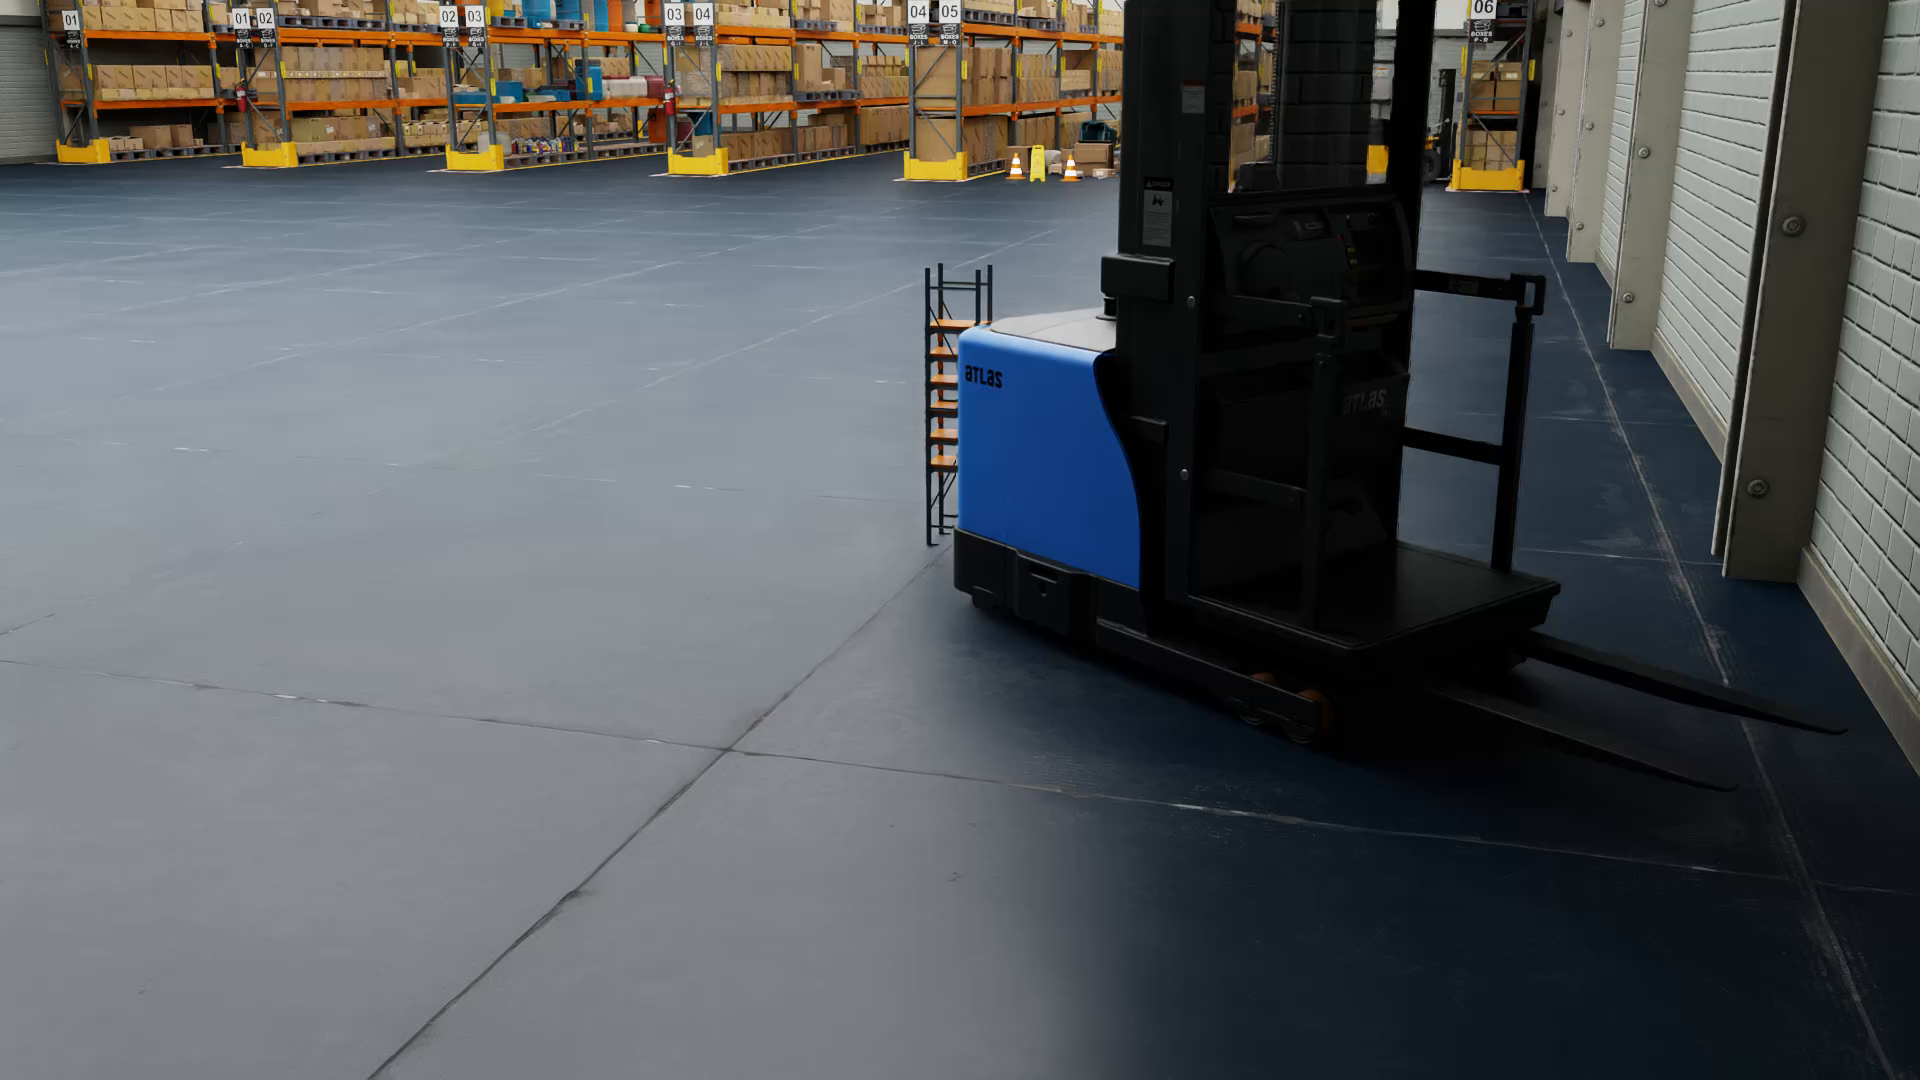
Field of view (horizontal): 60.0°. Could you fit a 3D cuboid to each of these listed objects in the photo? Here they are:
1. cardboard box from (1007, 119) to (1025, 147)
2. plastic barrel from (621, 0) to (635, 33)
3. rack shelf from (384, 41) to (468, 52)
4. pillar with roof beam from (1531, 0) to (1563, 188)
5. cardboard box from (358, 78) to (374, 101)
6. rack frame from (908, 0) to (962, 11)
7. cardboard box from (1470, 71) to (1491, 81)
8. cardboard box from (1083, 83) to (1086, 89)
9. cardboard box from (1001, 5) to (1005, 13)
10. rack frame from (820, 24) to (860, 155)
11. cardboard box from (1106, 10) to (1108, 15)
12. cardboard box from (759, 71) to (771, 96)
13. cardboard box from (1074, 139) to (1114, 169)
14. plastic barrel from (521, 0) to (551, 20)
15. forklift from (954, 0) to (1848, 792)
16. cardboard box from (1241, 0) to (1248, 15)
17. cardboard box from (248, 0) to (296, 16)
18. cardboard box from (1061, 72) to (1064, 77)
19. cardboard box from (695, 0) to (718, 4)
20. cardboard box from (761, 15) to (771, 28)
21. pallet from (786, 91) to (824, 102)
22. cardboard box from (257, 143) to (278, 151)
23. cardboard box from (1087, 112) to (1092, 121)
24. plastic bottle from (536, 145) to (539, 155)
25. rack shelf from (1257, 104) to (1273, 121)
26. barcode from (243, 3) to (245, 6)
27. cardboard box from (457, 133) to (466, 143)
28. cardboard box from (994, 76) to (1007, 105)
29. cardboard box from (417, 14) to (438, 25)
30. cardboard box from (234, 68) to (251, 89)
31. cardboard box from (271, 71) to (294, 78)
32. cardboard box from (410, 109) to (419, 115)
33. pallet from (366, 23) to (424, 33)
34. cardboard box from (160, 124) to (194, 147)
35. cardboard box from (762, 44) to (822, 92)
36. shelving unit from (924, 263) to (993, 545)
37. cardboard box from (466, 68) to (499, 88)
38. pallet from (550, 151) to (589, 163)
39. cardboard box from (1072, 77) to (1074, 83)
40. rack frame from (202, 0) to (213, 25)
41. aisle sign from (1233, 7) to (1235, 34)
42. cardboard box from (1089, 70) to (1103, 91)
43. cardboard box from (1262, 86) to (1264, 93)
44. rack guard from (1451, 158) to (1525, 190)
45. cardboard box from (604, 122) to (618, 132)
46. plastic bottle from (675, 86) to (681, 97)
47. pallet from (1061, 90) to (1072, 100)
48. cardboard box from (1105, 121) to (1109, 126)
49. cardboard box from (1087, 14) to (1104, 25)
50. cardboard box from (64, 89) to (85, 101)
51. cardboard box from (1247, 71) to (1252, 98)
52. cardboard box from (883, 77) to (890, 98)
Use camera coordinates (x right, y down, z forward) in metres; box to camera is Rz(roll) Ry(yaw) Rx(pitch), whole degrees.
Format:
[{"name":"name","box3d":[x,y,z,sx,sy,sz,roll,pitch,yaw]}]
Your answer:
[{"name":"cardboard box","box3d":[0.774,-8.574,35.414,1.050,0.750,0.750,5,16,16]},{"name":"plastic barrel","box3d":[-8.096,-12.613,39.884,0.600,0.901,0.600,0,16,0]},{"name":"rack shelf","box3d":[-15.448,-14.561,48.992,1.077,0.370,4.000,5,16,16]},{"name":"pillar with roof beam","box3d":[6.017,-10.829,29.018,9.100,9.000,0.400,5,16,16]},{"name":"cardboard box","box3d":[-13.803,-10.258,37.815,0.700,0.500,0.500,4,16,15]},{"name":"rack frame","box3d":[-0.453,-11.124,30.059,1.000,3.000,0.127,5,16,16]},{"name":"cardboard box","box3d":[8.912,-7.970,28.558,0.380,0.149,0.250,5,17,17]},{"name":"cardboard box","box3d":[2.889,-11.207,41.034,0.380,0.149,0.250,5,16,16]},{"name":"cardboard box","box3d":[0.671,-10.537,32.991,0.380,0.149,0.250,5,16,16]},{"name":"rack frame","box3d":[-2.906,-10.742,39.706,1.000,3.000,0.127,5,16,16]},{"name":"cardboard box","box3d":[3.570,-13.511,42.597,0.380,0.149,0.250,4,16,14]},{"name":"cardboard box","box3d":[-4.451,-9.507,34.624,0.875,0.500,0.500,5,16,16]},{"name":"cardboard box","box3d":[2.652,-7.646,33.117,0.797,0.637,0.503,5,16,16]},{"name":"plastic barrel","box3d":[-9.177,-11.714,35.947,0.600,0.901,0.708,5,16,16]},{"name":"forklift","box3d":[1.285,-0.935,5.254,1.130,2.935,3.031,-12,20,-37]},{"name":"cardboard box","box3d":[4.996,-9.774,30.524,0.500,0.250,0.500,5,17,18]},{"name":"cardboard box","box3d":[-14.509,-11.331,35.068,0.797,0.503,0.637,6,17,20]},{"name":"cardboard box","box3d":[2.212,-10.875,38.774,0.380,0.149,0.250,4,16,14]},{"name":"cardboard box","box3d":[-4.981,-10.949,33.294,0.500,0.500,0.500,5,16,16]},{"name":"cardboard box","box3d":[-4.220,-10.658,34.185,0.500,0.250,0.500,5,16,15]},{"name":"pallet","box3d":[-3.686,-9.792,36.708,1.003,0.211,1.213,5,16,16]},{"name":"cardboard box","box3d":[-14.807,-8.461,35.932,0.500,0.250,0.500,5,16,16]},{"name":"cardboard box","box3d":[2.988,-10.524,41.371,0.500,0.250,0.500,4,16,14]},{"name":"plastic bottle","box3d":[-9.085,-8.376,35.685,0.097,0.201,0.097,0,16,0]},{"name":"rack shelf","box3d":[6.027,-9.105,35.250,1.077,0.370,4.000,5,16,16]},{"name":"barcode","box3d":[-15.053,-11.257,34.960,0.001,0.075,0.075,5,16,16]},{"name":"cardboard box","box3d":[-12.607,-9.968,41.244,0.500,0.250,0.500,5,17,17]},{"name":"cardboard box","box3d":[0.456,-9.114,33.689,0.875,0.550,0.550,5,16,16]},{"name":"cardboard box","box3d":[-12.937,-12.533,40.029,0.500,0.250,0.500,3,16,11]},{"name":"cardboard box","box3d":[-17.947,-11.384,40.979,0.700,0.500,0.500,6,17,22]},{"name":"cardboard box","box3d":[-14.358,-9.865,35.239,0.380,0.149,0.250,5,16,15]},{"name":"cardboard box","box3d":[-15.937,-12.418,48.236,0.380,0.149,0.250,5,16,16]},{"name":"pallet","box3d":[-13.301,-12.048,39.162,0.805,0.209,1.217,4,16,14]},{"name":"cardboard box","box3d":[-18.547,-9.583,39.392,0.500,0.500,0.500,3,16,12]},{"name":"cardboard box","box3d":[-3.683,-10.384,36.572,1.000,1.000,1.000,5,17,16]},{"name":"shelving unit","box3d":[-0.004,-0.573,7.152,0.258,1.200,0.189,5,16,16]},{"name":"cardboard box","box3d":[-12.332,-11.935,42.958,0.700,0.500,0.500,-1,16,-3]},{"name":"pallet","box3d":[-9.022,-8.566,37.143,1.003,0.211,1.213,5,16,16]},{"name":"cardboard box","box3d":[2.515,-11.004,39.772,0.380,0.149,0.250,4,16,15]},{"name":"rack frame","box3d":[-18.290,-13.734,39.260,1.000,3.000,0.127,5,16,16]},{"name":"aisle sign","box3d":[4.602,-9.091,29.121,0.394,0.787,0.004,5,16,16]},{"name":"cardboard box","box3d":[3.340,-11.679,42.280,0.500,0.500,0.500,4,16,15]},{"name":"cardboard box","box3d":[5.998,-9.193,33.935,0.380,0.149,0.250,5,17,17]},{"name":"rack guard","box3d":[9.075,-6.288,28.583,1.175,0.500,0.348,5,16,16]},{"name":"cardboard box","box3d":[-10.346,-12.086,48.675,0.500,0.250,0.500,5,16,16]},{"name":"plastic bottle","box3d":[-7.090,-11.276,41.814,0.152,0.276,0.135,5,16,16]},{"name":"pallet","box3d":[1.921,-10.434,38.969,1.213,0.211,1.003,5,16,16]},{"name":"cardboard box","box3d":[3.723,-10.975,43.892,0.380,0.149,0.250,5,17,16]},{"name":"cardboard box","box3d":[3.324,-13.097,41.867,0.500,0.250,0.500,5,17,18]},{"name":"cardboard box","box3d":[-19.480,-9.877,36.891,0.500,0.250,0.500,5,17,17]},{"name":"cardboard box","box3d":[5.288,-8.712,31.818,0.500,0.500,0.500,5,17,17]},{"name":"cardboard box","box3d":[-2.076,-11.297,41.477,0.500,0.500,0.500,5,16,16]}]
